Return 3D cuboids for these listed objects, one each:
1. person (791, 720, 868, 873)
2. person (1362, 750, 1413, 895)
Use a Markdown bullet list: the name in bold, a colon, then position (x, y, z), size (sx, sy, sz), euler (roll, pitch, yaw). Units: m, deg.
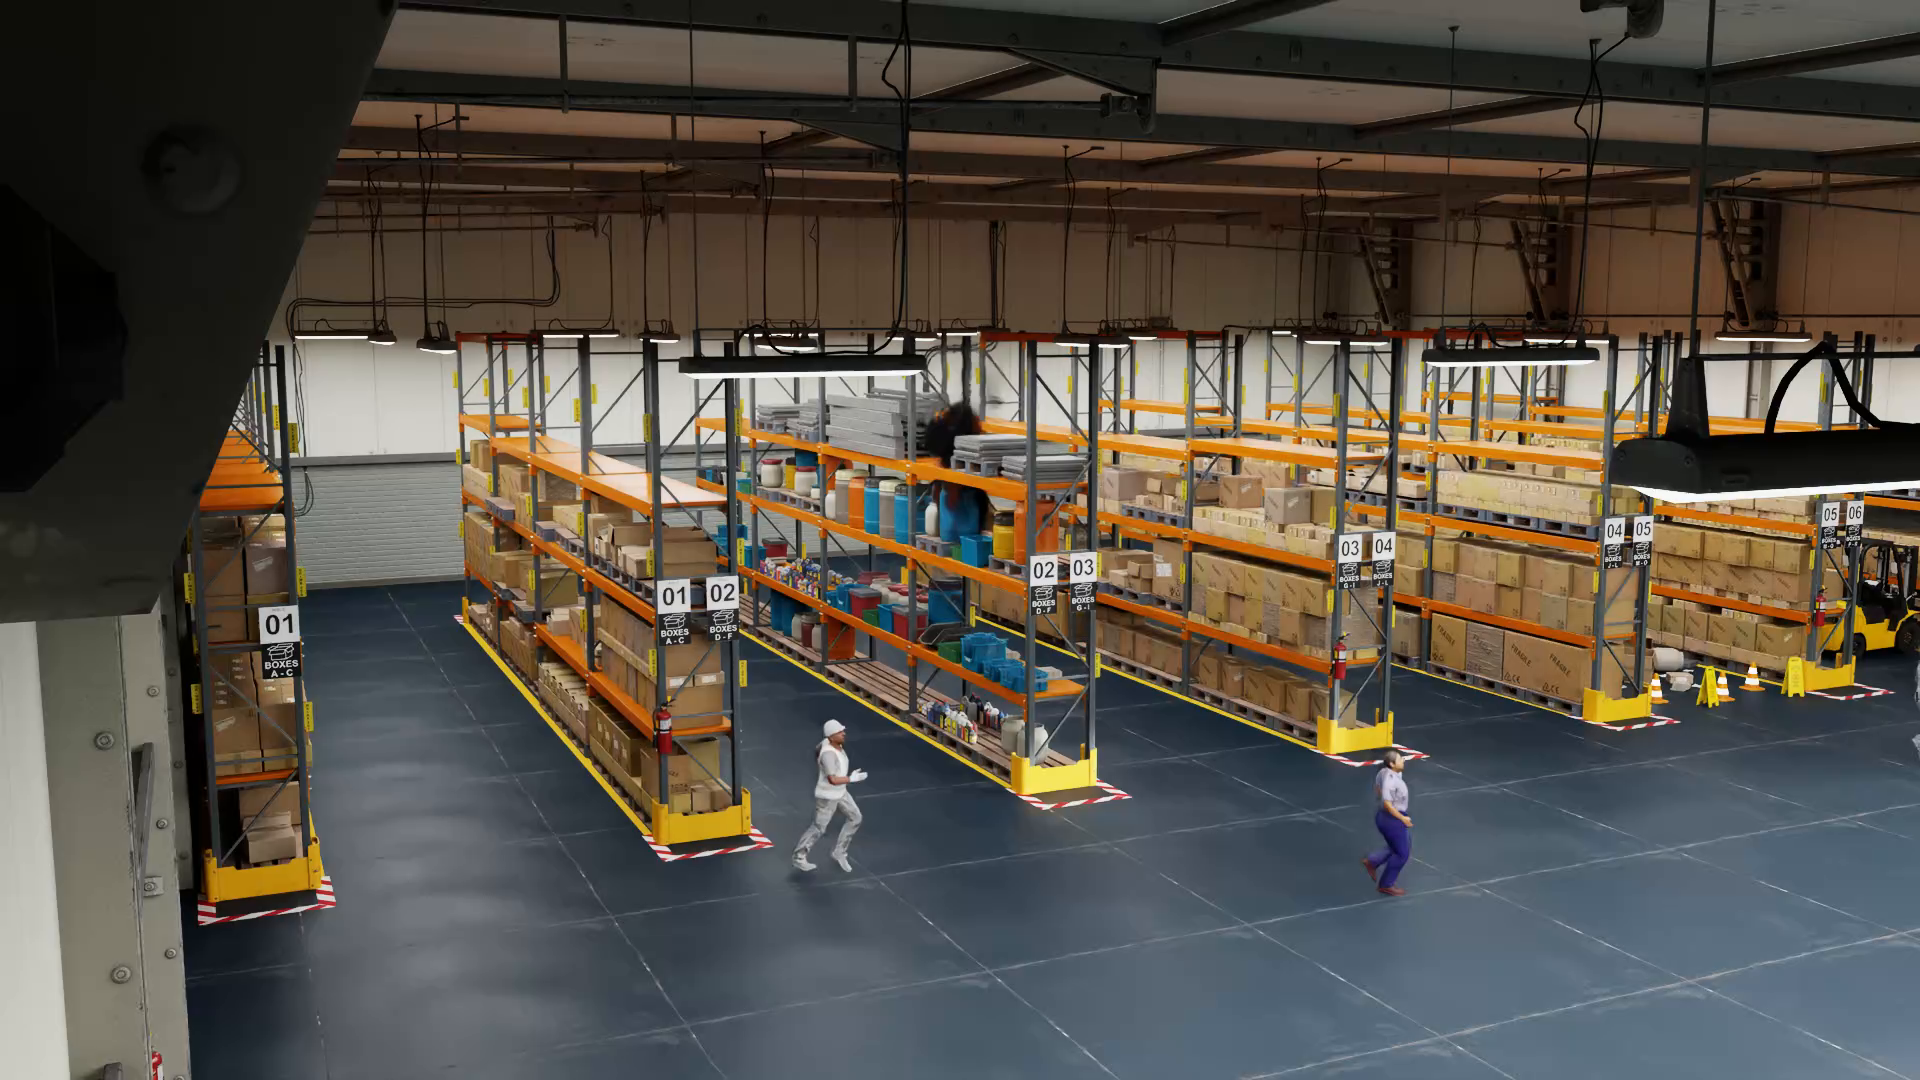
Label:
- **person**: position (-1.463, 2.913, 18.903), size (0.894, 1.801, 0.698), euler (1, 8, 9)
- **person**: position (4.723, 3.095, 18.280), size (0.515, 1.616, 0.605), euler (1, 8, 7)
